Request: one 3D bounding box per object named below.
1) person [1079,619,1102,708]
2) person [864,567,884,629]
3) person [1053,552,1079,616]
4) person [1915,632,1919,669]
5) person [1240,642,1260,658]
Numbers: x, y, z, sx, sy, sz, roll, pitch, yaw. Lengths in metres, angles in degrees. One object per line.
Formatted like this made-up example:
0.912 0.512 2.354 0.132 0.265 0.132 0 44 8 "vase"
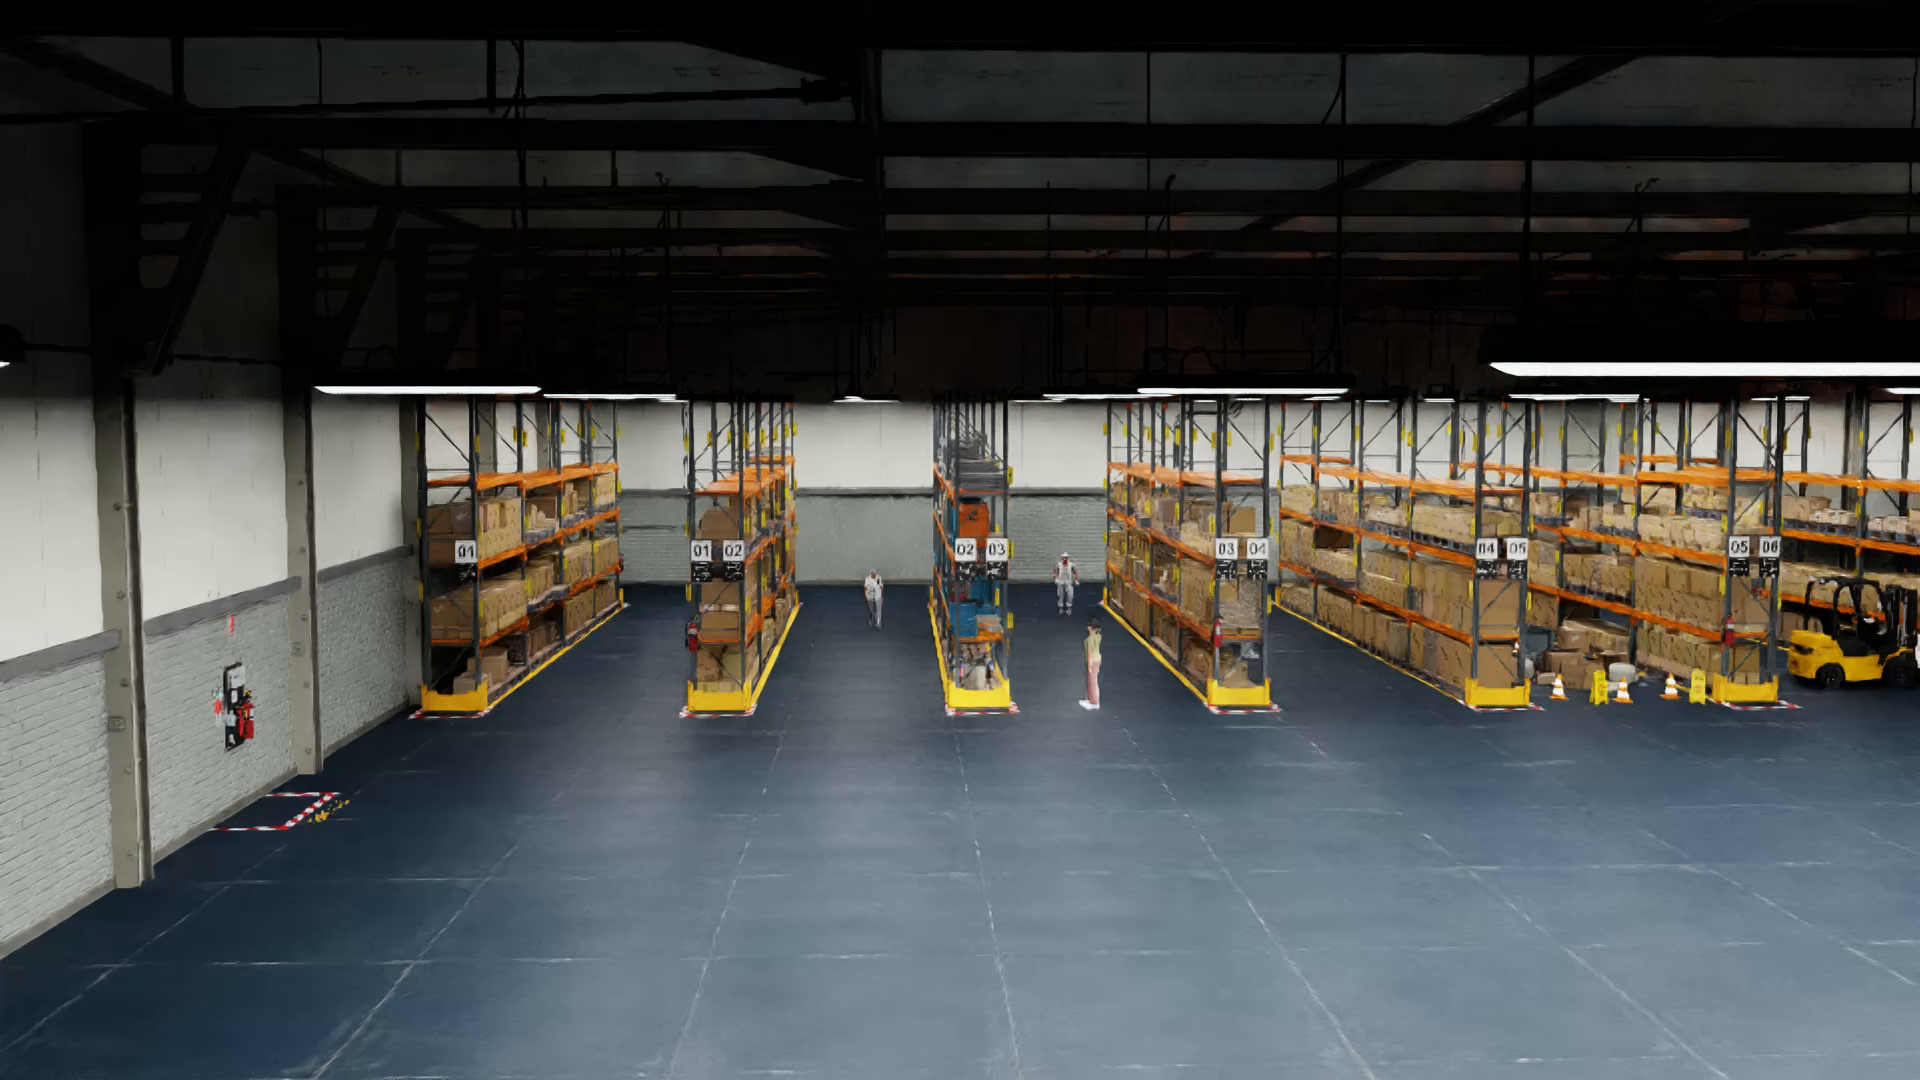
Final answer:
2.459 2.315 31.403 0.484 1.674 0.497 3 5 31 "person"
-2.200 1.460 42.491 0.497 1.588 1.072 0 5 0 "person"
2.871 1.185 45.038 0.714 1.744 0.673 0 5 2 "person"
18.543 2.303 31.761 0.532 1.668 0.503 4 6 38 "person"
6.547 1.830 37.627 0.515 1.623 0.661 -3 5 -32 "person"
